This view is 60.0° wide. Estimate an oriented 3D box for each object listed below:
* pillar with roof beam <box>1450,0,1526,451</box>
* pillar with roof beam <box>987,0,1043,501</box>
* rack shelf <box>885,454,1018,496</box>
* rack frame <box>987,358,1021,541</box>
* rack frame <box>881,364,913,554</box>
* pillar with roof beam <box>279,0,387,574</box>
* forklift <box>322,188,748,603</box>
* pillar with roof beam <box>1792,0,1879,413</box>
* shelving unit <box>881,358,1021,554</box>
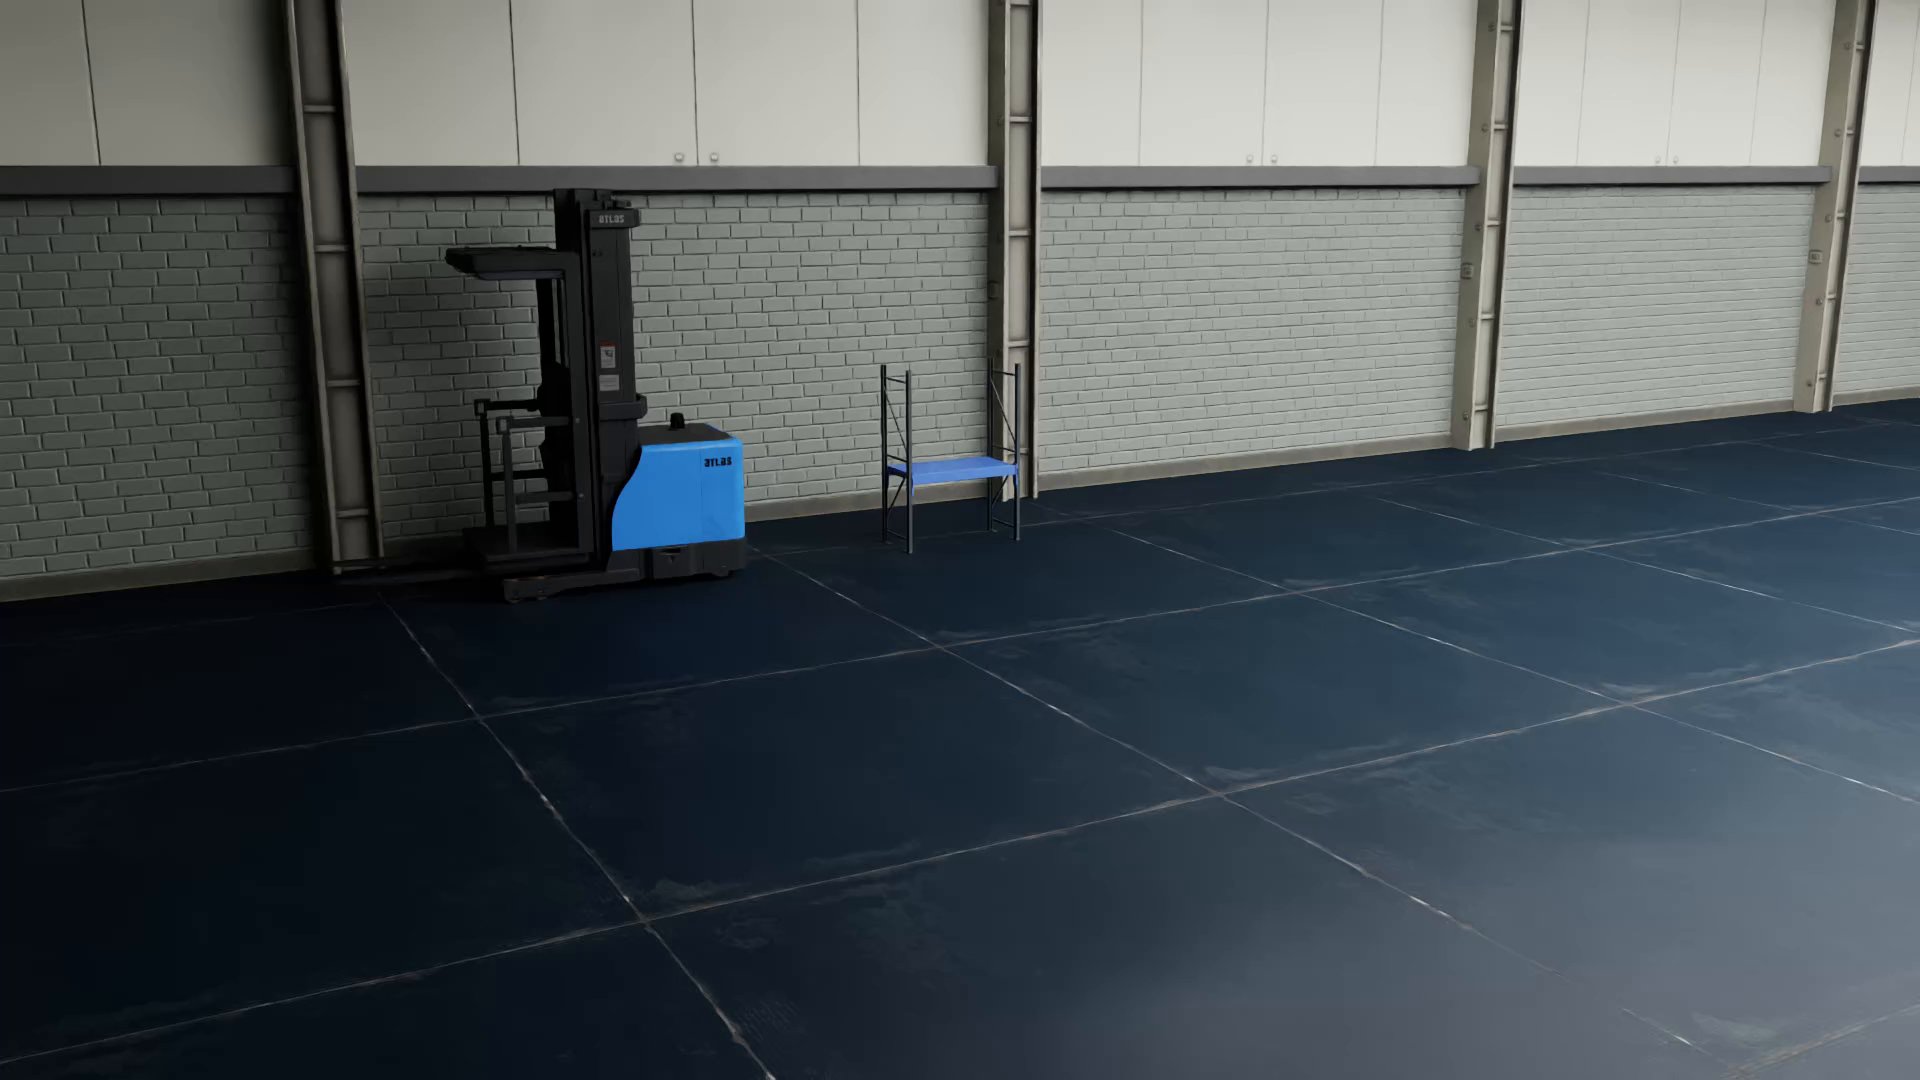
[{"bbox_3d":[7.830,-4.605,14.077,0.400,9.000,9.100,-7,14,-28],"label":"pillar with roof beam"},{"bbox_3d":[2.563,-3.974,11.273,0.400,9.000,9.100,-7,14,-28],"label":"pillar with roof beam"},{"bbox_3d":[-0.075,-0.547,13.944,1.000,0.185,0.538,-7,14,-28],"label":"rack shelf"},{"bbox_3d":[0.371,-0.776,14.142,0.032,1.500,0.500,-7,14,-28],"label":"rack frame"},{"bbox_3d":[-0.521,-0.669,13.667,0.032,1.500,0.500,-7,14,-28],"label":"rack frame"},{"bbox_3d":[-2.703,-3.343,8.468,0.400,9.000,9.100,-7,14,-28],"label":"pillar with roof beam"},{"bbox_3d":[-3.203,-1.107,12.351,3.031,2.935,1.130,-6,14,-24],"label":"forklift"},{"bbox_3d":[13.096,-5.237,16.882,0.400,9.000,9.100,-7,14,-28],"label":"pillar with roof beam"},{"bbox_3d":[-0.075,-0.723,13.905,1.048,1.500,0.538,-7,14,-28],"label":"shelving unit"}]
